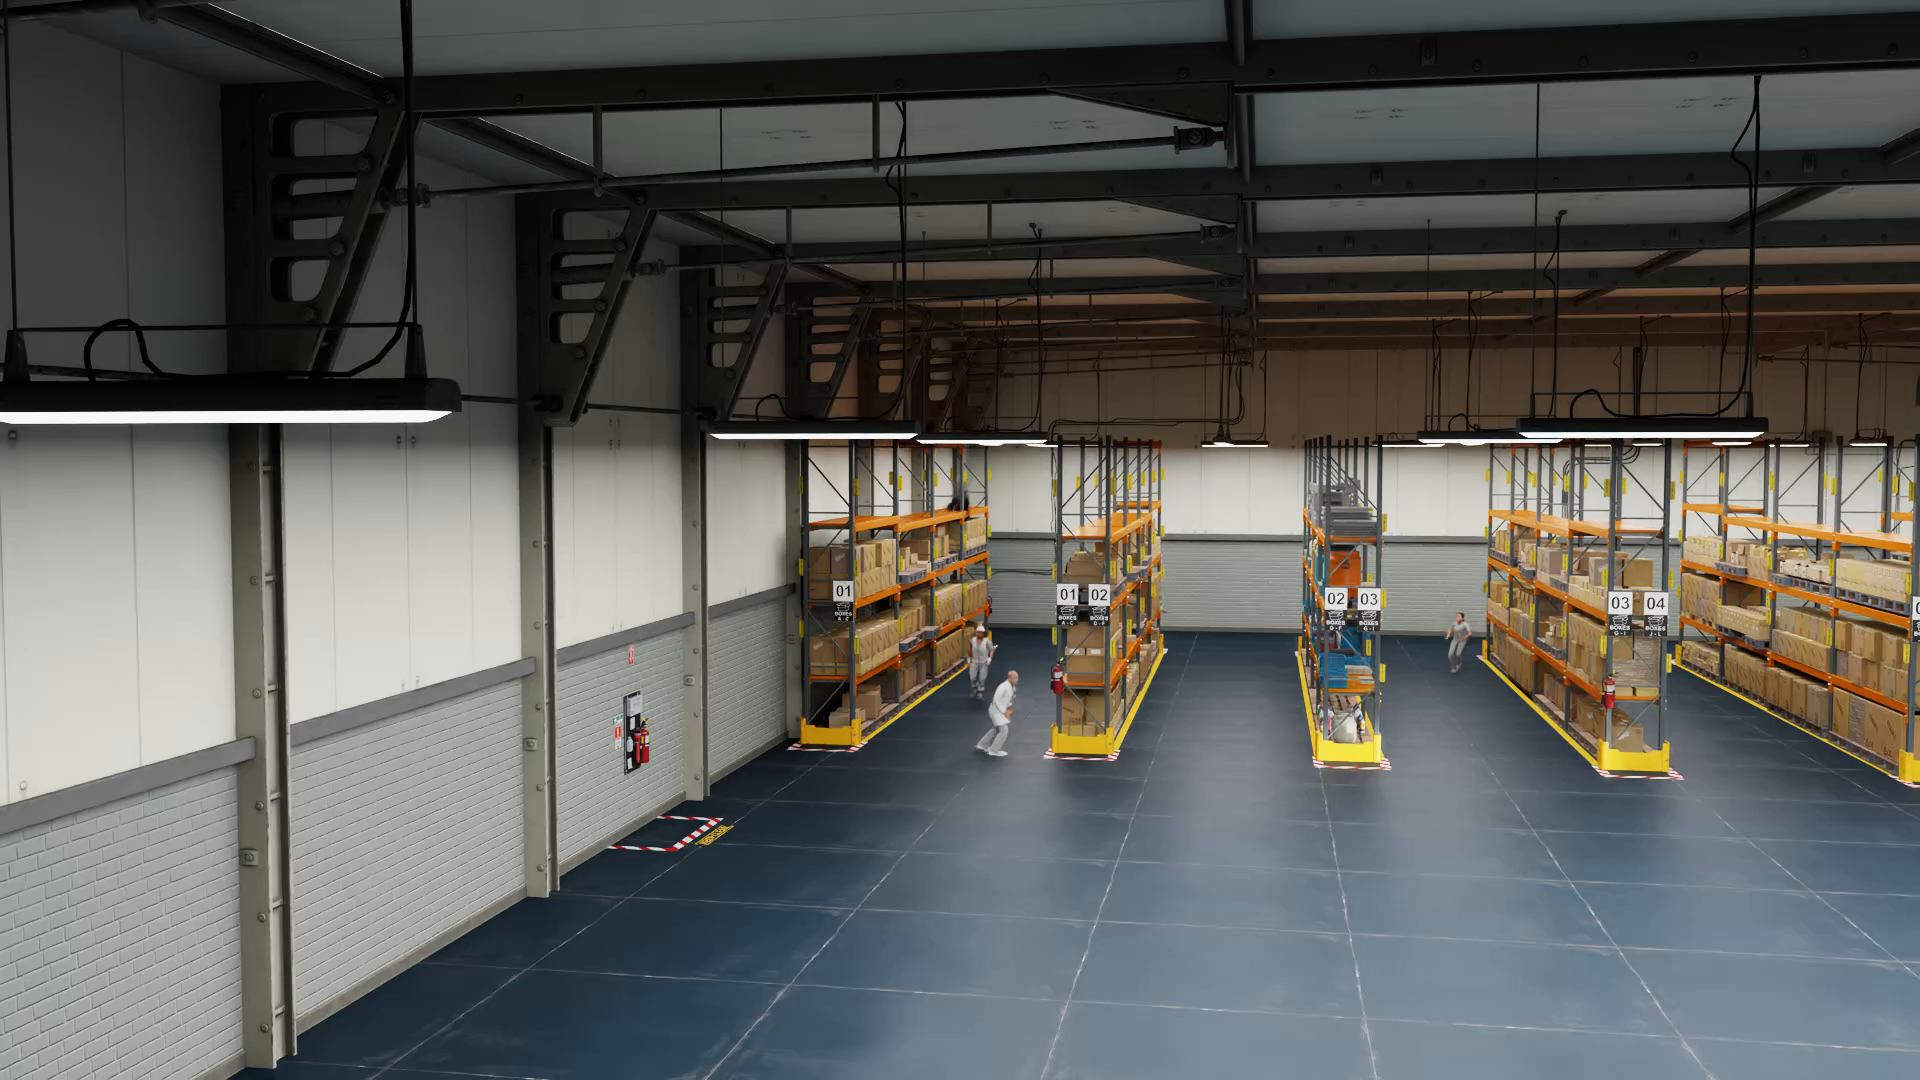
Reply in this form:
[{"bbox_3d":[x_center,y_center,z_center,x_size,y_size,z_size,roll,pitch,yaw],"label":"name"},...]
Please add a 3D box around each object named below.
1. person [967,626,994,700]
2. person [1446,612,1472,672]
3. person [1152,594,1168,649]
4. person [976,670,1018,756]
[{"bbox_3d":[0.443,2.798,37.742,0.667,1.725,0.790,0,3,8],"label":"person"},{"bbox_3d":[12.846,2.641,42.785,0.634,1.578,0.525,2,4,37],"label":"person"},{"bbox_3d":[5.601,2.288,48.253,0.926,1.652,0.582,2,4,37],"label":"person"},{"bbox_3d":[0.692,3.224,31.095,0.881,1.635,0.737,1,3,16],"label":"person"}]
